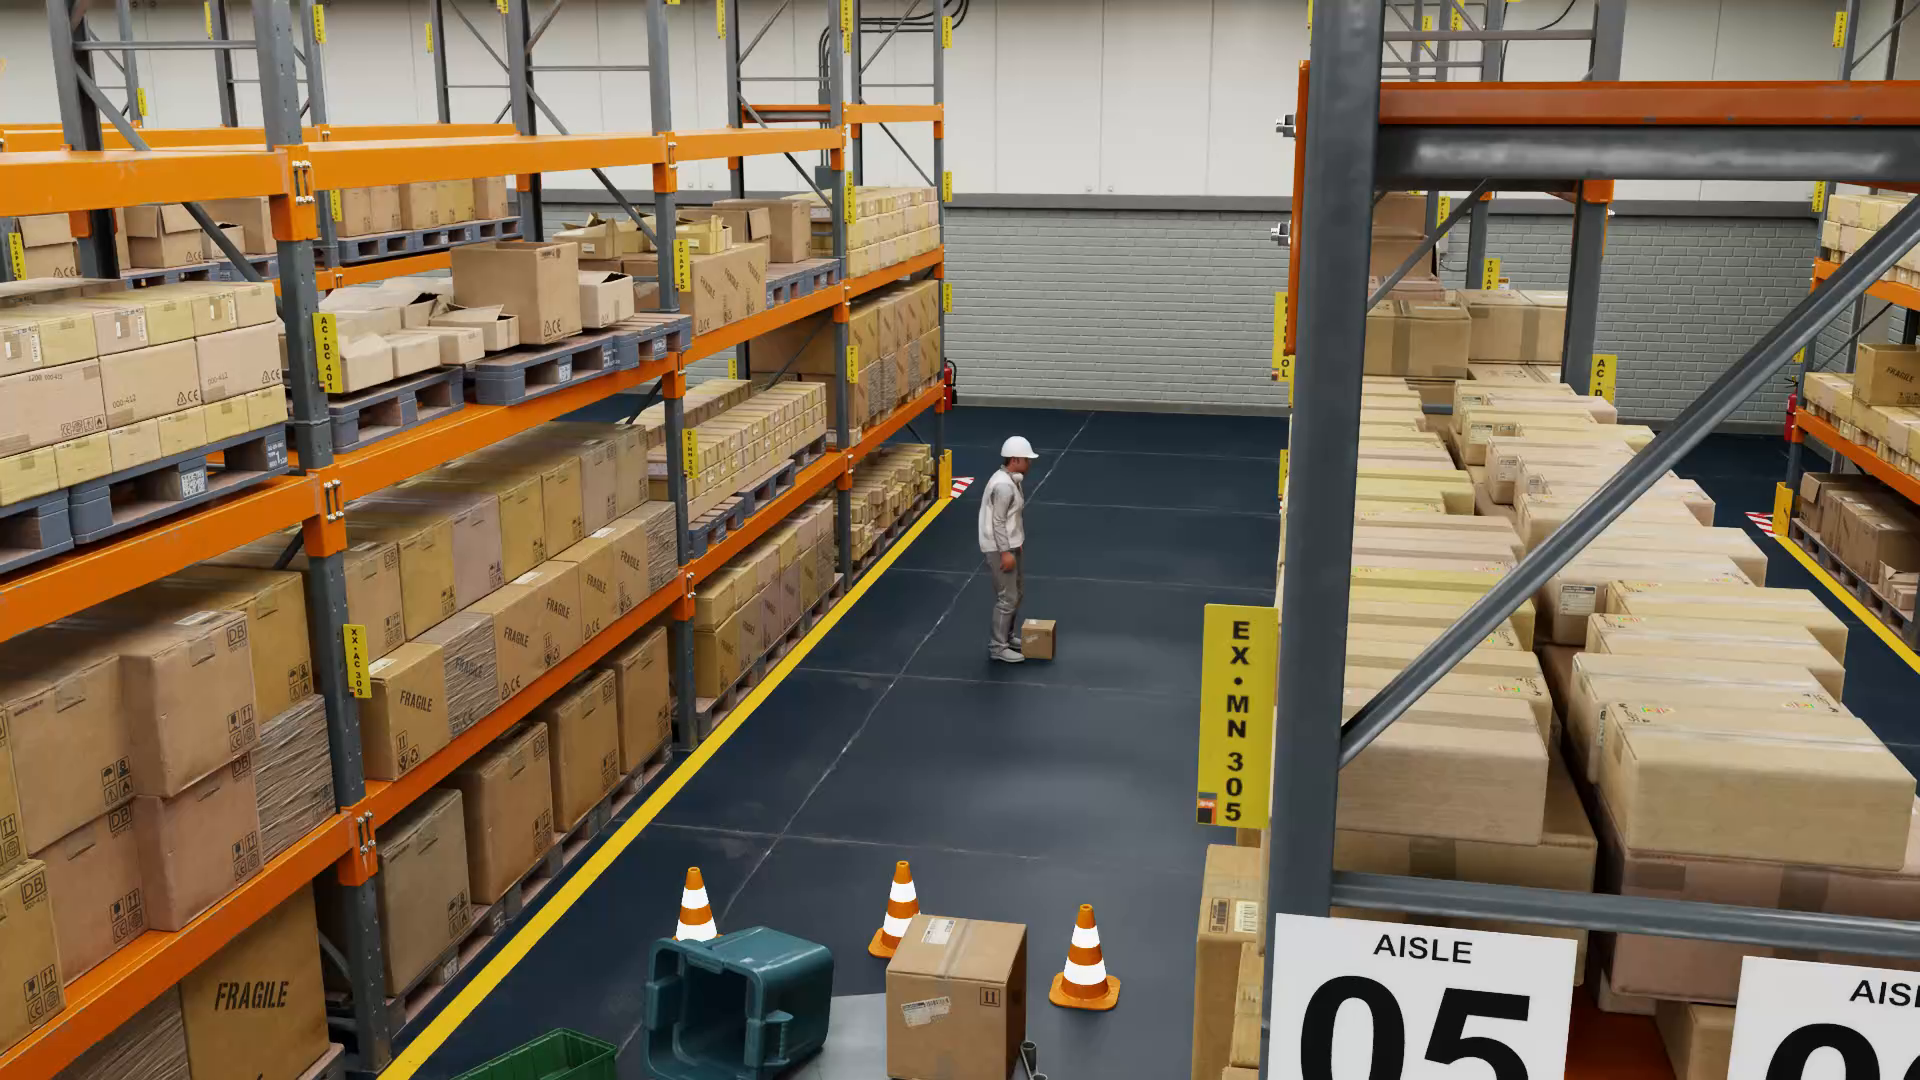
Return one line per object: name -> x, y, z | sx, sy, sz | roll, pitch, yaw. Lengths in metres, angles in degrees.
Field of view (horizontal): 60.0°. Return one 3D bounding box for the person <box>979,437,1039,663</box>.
person -> 0.383, 0.053, 13.260 | 0.466, 1.768, 0.584 | 3, 15, 10
